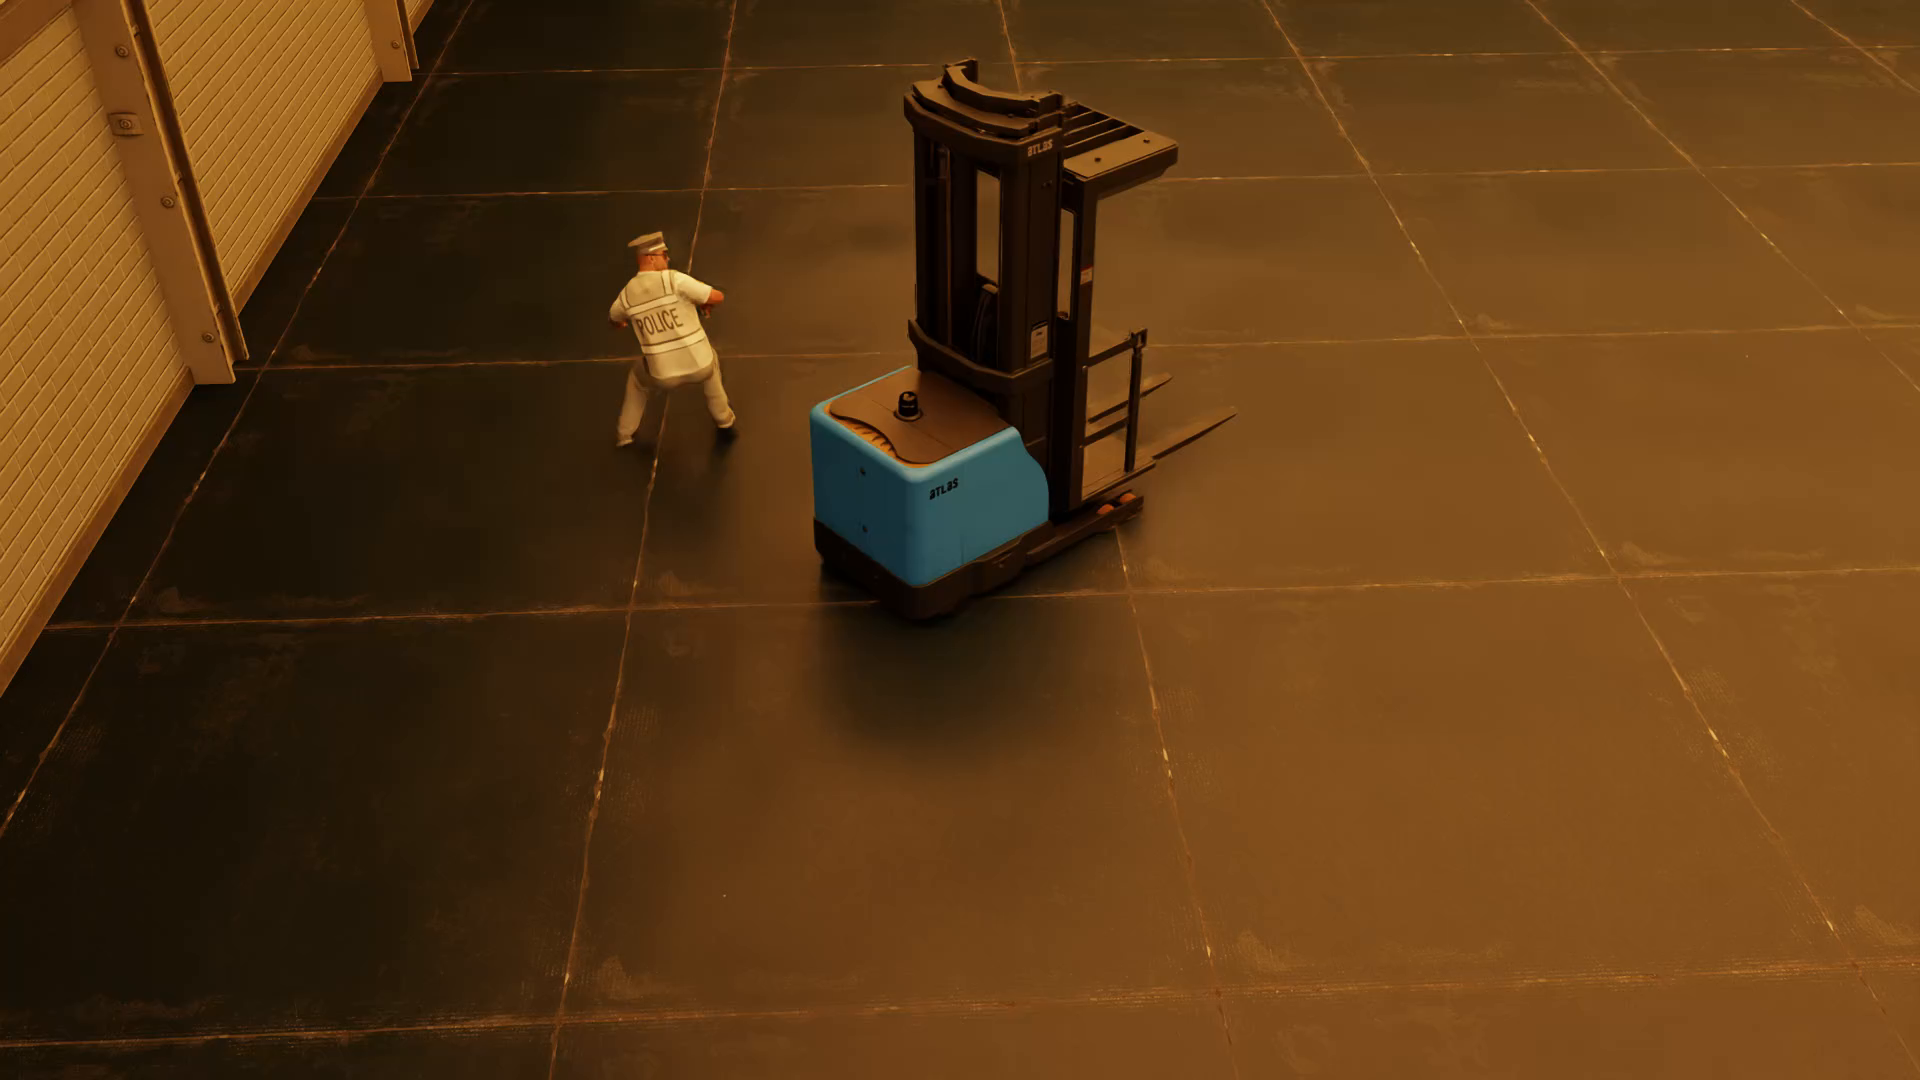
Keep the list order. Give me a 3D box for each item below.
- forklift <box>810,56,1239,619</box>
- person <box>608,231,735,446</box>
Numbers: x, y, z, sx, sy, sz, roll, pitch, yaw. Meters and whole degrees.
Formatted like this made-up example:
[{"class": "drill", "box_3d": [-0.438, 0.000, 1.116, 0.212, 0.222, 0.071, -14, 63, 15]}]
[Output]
[{"class": "forklift", "box_3d": [0.544, -1.453, 10.005, 3.031, 2.935, 1.130, -27, 44, -32]}, {"class": "person", "box_3d": [-1.971, -1.320, 11.096, 0.840, 1.547, 0.878, -5, 36, -6]}]
